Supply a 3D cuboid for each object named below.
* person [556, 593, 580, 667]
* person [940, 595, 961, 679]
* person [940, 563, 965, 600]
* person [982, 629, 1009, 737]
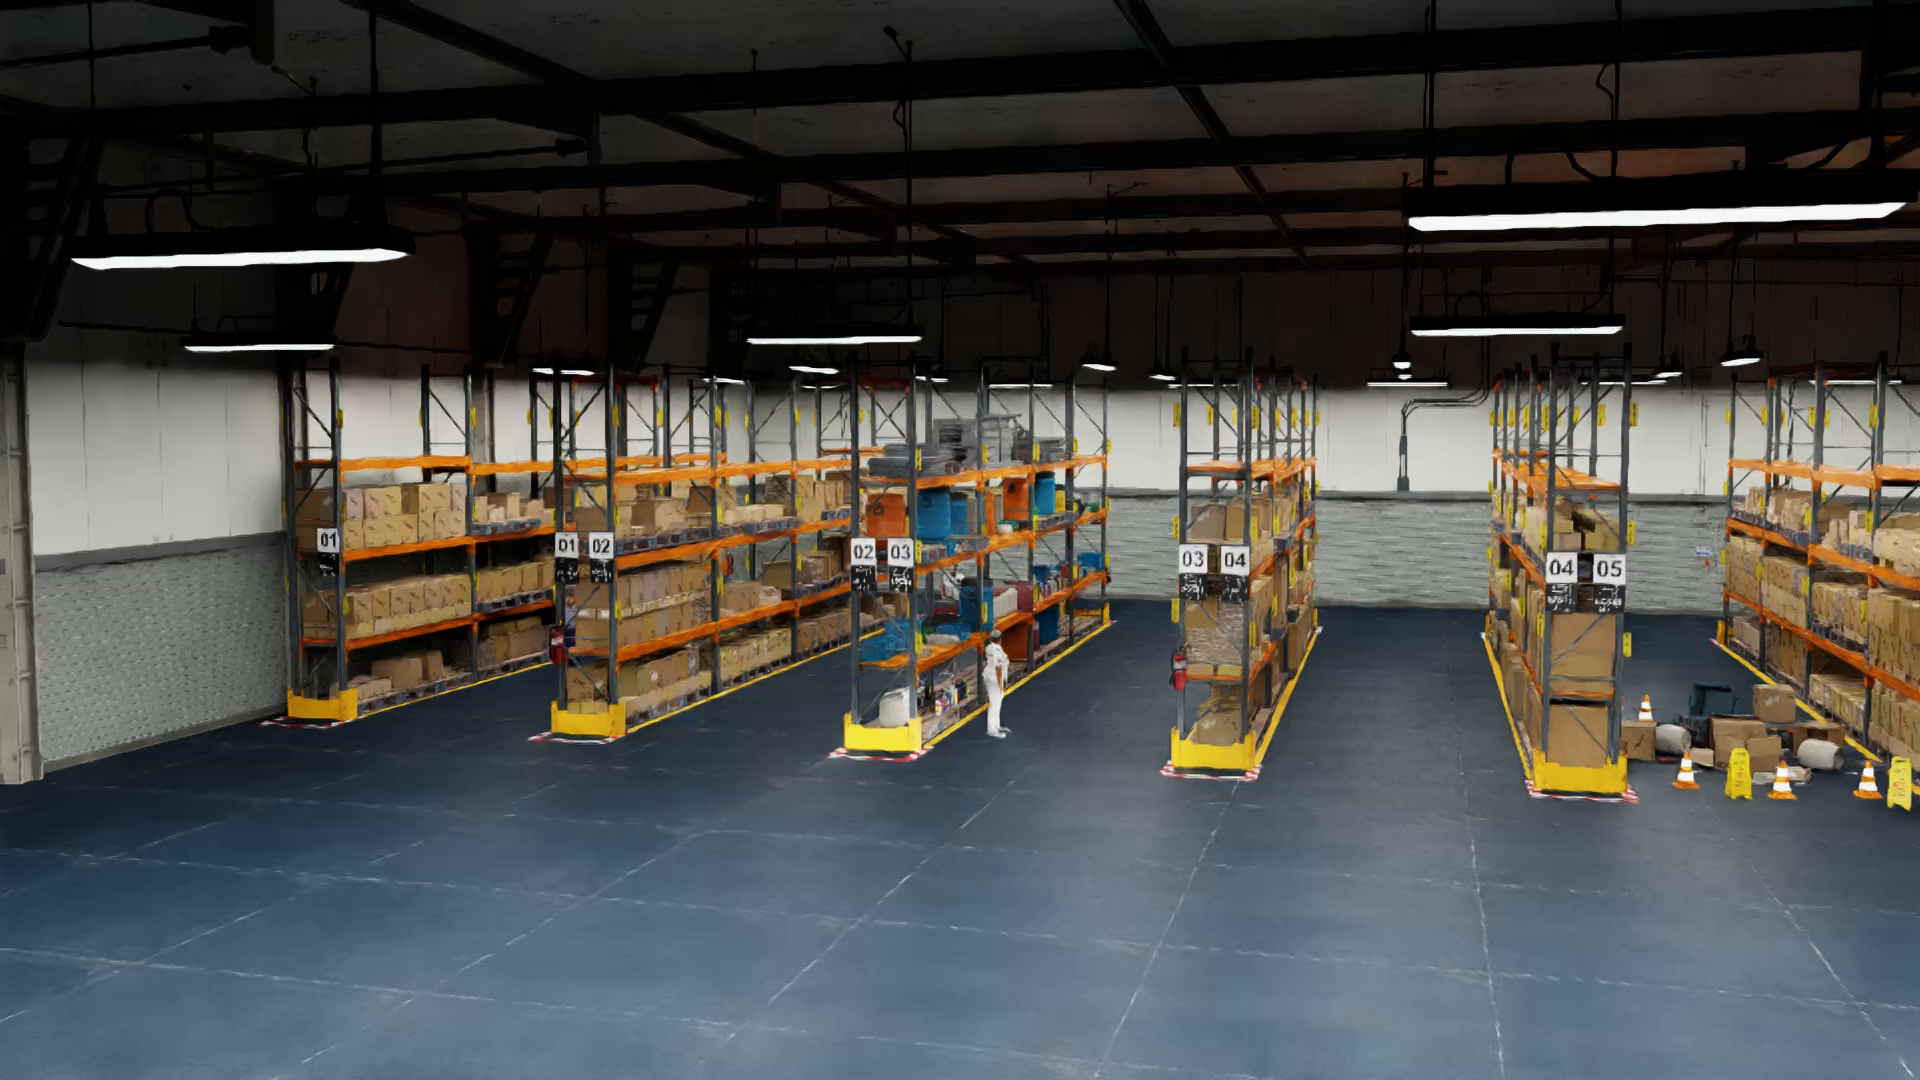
[{"bbox_3d":[-7.558,1.822,32.519,0.607,1.599,0.664,0,4,6],"label":"person"},{"bbox_3d":[-0.185,1.847,31.926,0.473,1.597,0.600,1,4,12],"label":"person"},{"bbox_3d":[-0.132,1.349,38.184,0.682,1.715,0.542,1,4,13],"label":"person"},{"bbox_3d":[0.586,2.237,26.239,0.452,1.667,0.527,-1,4,-13],"label":"person"}]
